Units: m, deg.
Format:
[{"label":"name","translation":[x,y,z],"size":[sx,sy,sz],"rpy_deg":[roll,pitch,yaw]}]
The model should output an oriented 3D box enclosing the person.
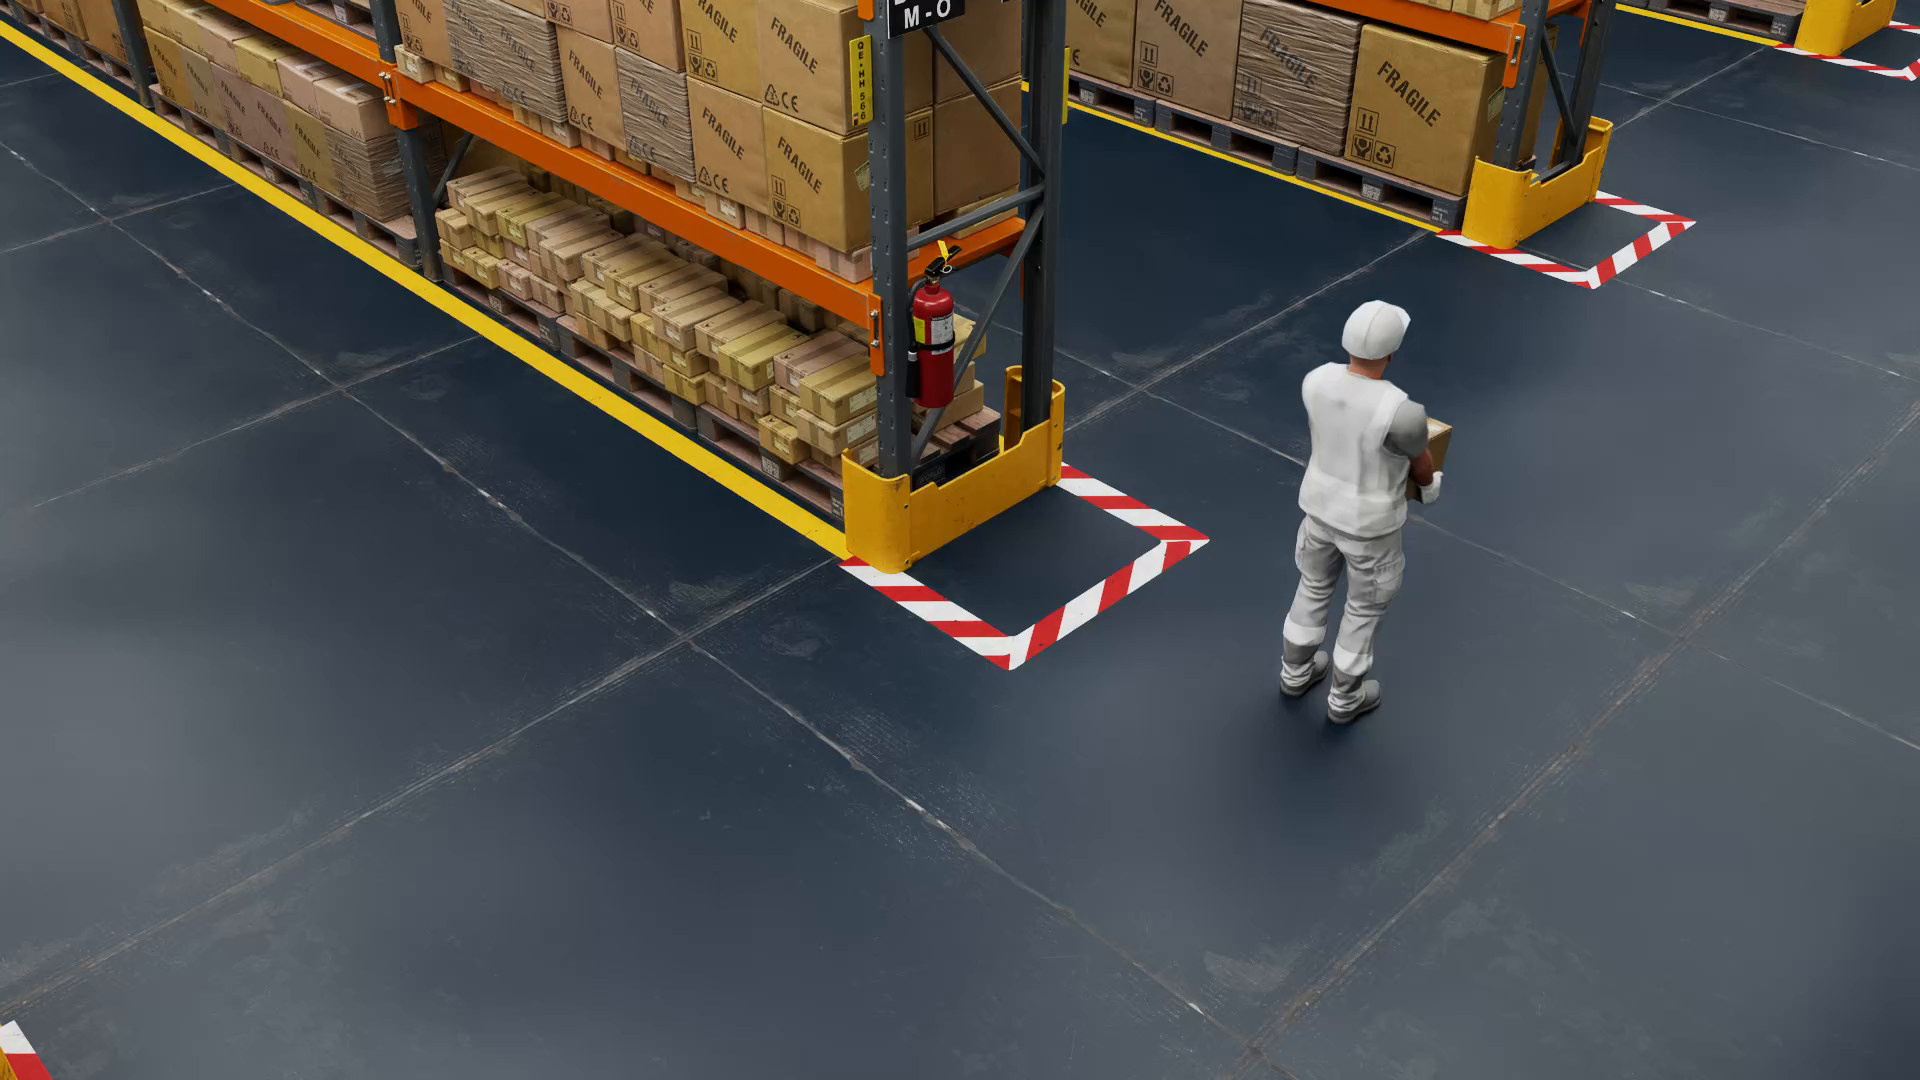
[{"label":"person","translation":[1.546,-0.144,6.329],"size":[0.557,1.786,0.495],"rpy_deg":[-30,45,-35]}]
